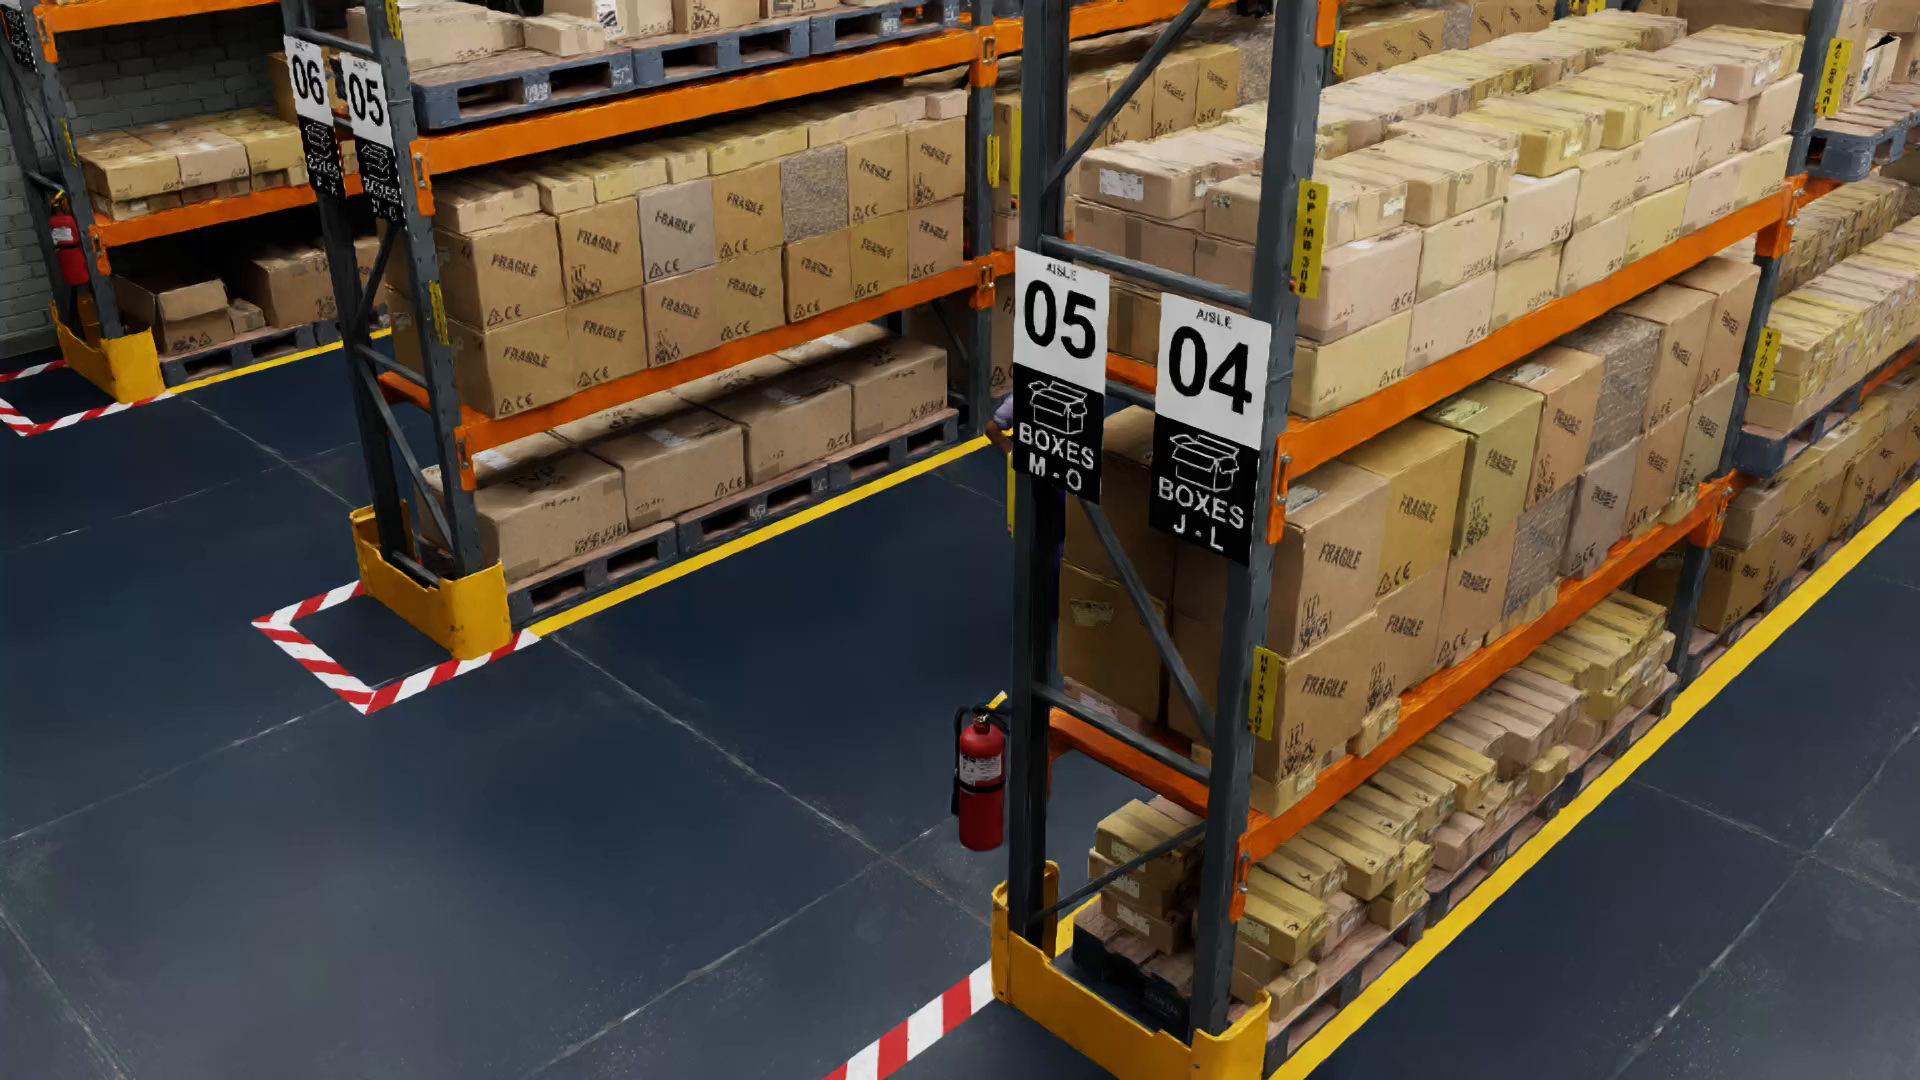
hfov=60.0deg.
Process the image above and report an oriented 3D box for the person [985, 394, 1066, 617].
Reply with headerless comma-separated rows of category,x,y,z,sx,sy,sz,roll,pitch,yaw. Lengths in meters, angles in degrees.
person,0.573,-0.308,9.278,0.709,1.635,0.581,-24,36,-38
